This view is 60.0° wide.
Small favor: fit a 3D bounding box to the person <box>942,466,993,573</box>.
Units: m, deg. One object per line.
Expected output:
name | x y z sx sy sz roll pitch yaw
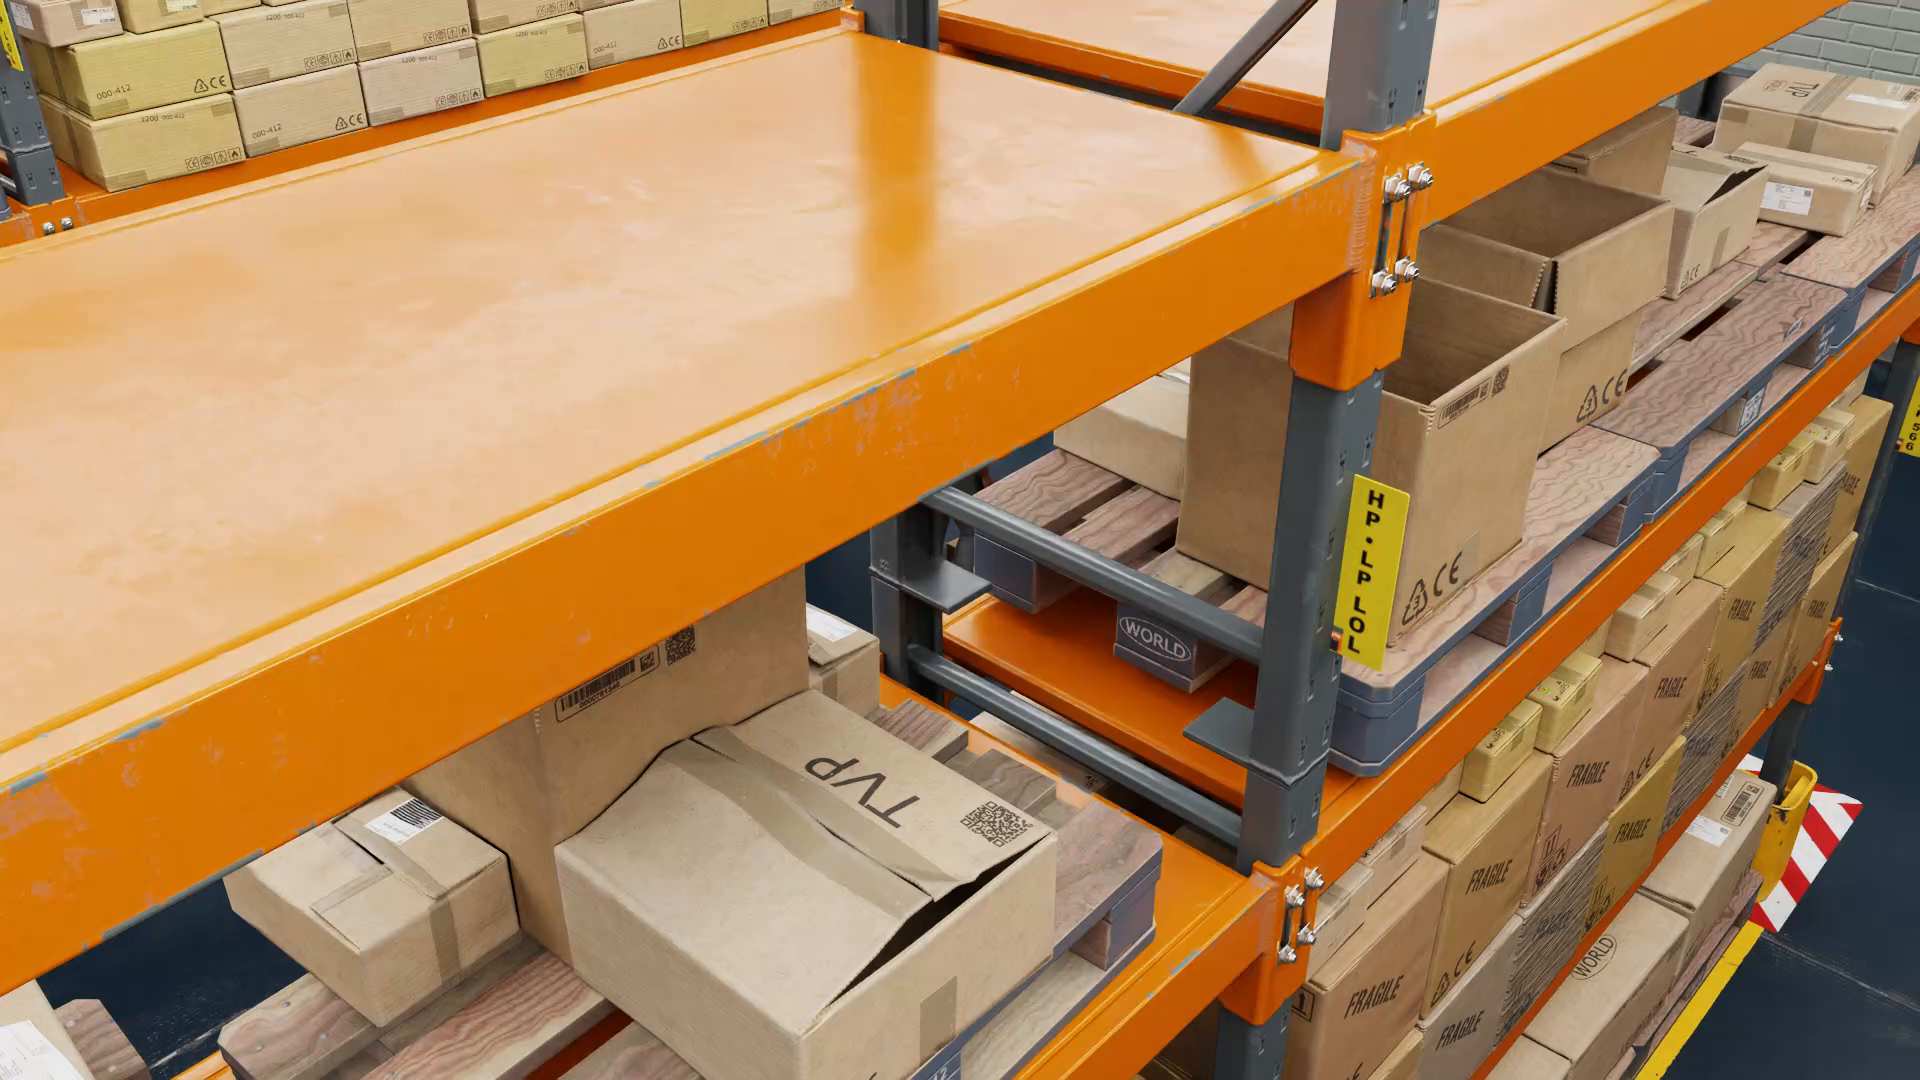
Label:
person | -0.044 -0.378 8.256 0.504 1.654 0.349 26 40 35
